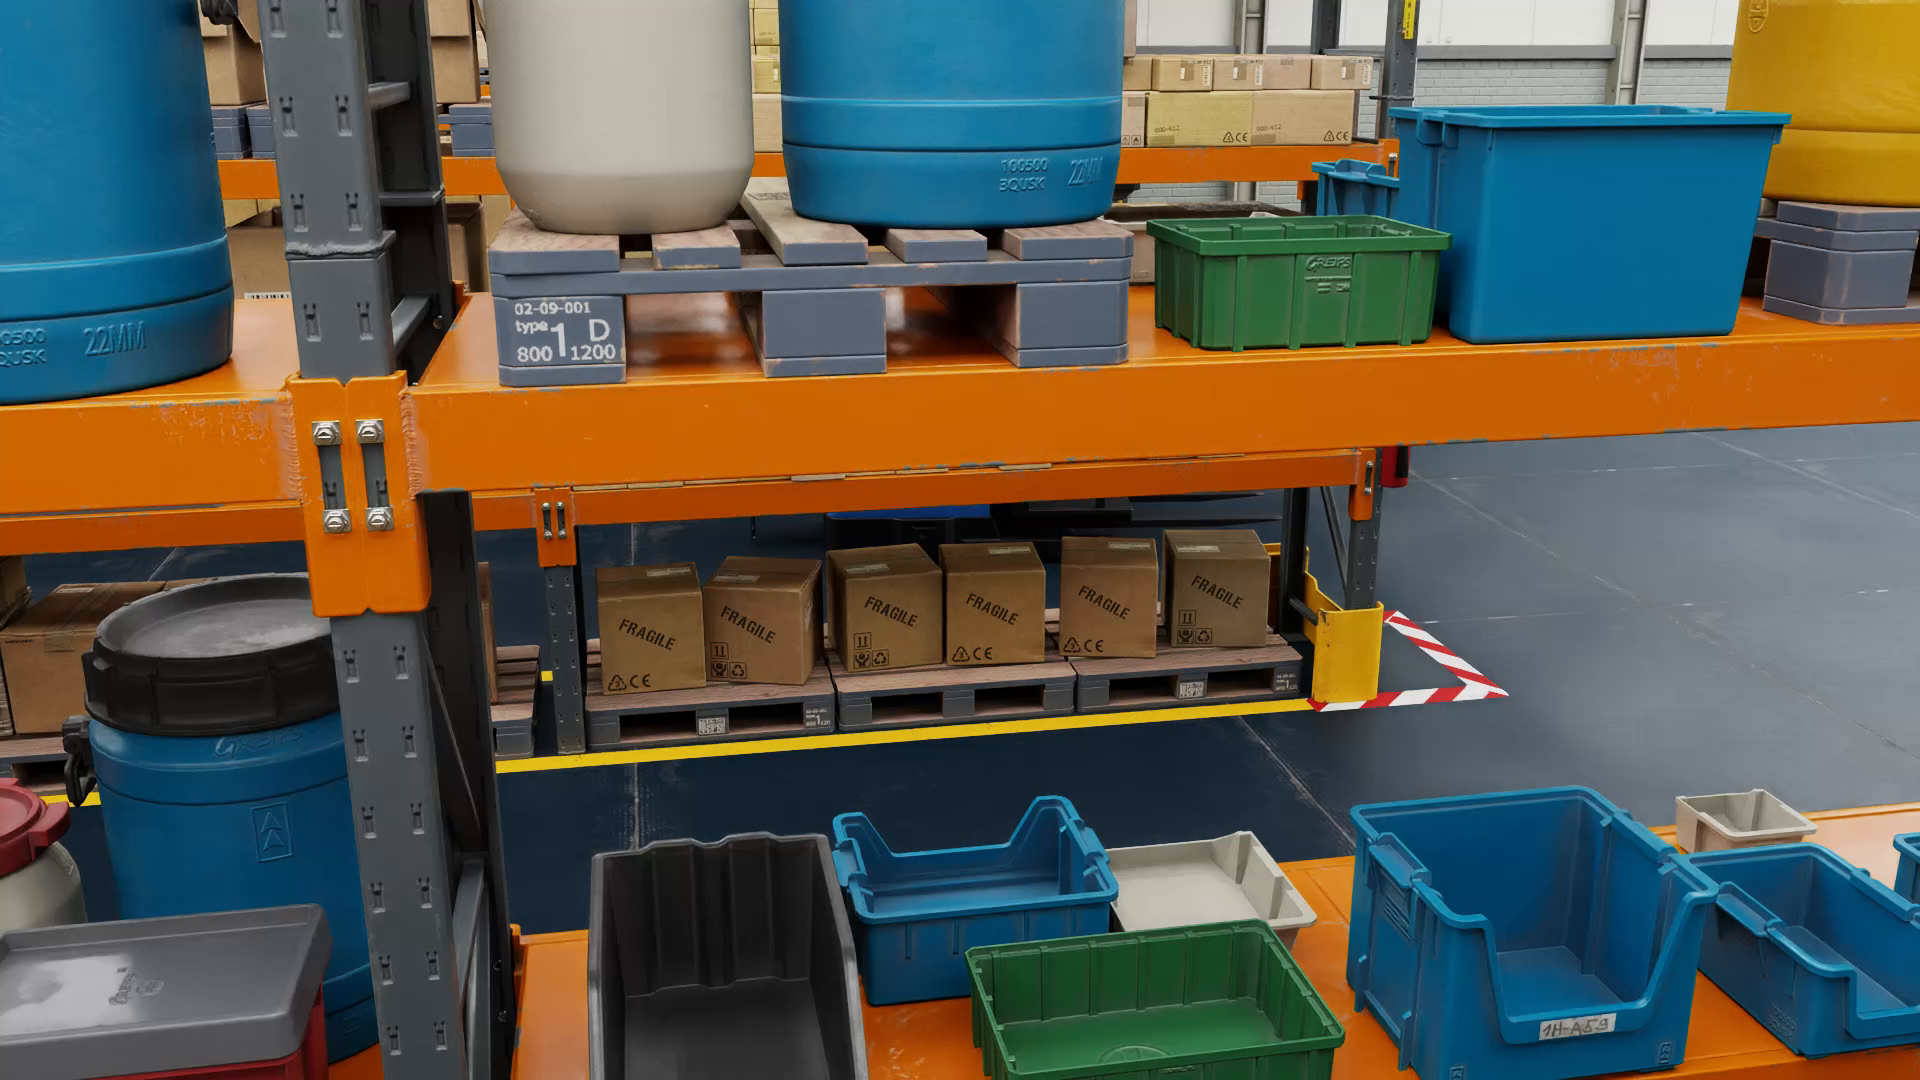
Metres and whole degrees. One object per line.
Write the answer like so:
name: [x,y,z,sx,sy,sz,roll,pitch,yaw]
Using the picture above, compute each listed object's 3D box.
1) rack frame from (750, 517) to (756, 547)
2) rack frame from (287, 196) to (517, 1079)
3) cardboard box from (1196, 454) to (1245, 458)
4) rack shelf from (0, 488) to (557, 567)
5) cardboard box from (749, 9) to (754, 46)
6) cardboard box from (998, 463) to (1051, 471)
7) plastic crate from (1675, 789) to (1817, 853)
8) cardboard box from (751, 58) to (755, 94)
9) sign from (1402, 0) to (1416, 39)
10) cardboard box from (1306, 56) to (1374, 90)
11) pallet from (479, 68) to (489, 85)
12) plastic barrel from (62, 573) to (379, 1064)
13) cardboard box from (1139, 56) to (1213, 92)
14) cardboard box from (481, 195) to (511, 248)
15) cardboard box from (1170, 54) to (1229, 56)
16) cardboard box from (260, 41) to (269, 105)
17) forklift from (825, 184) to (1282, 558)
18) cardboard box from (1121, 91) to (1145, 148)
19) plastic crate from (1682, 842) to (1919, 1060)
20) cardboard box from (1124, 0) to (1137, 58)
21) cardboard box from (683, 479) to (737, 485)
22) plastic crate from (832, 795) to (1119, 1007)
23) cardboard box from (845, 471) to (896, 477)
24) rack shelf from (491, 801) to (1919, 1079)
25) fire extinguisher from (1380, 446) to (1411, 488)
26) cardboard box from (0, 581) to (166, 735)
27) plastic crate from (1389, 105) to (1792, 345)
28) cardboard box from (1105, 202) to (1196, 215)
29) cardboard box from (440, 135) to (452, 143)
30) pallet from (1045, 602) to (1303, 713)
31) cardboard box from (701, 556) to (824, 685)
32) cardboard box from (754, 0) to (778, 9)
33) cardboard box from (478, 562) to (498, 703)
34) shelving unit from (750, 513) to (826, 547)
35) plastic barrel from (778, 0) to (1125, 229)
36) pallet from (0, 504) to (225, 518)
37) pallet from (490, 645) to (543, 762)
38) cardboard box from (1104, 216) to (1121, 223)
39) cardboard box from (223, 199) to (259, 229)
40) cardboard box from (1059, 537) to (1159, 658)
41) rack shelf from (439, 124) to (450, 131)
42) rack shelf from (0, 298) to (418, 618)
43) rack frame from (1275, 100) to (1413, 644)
rack frame: [-1.401,-0.560,11.092,0.015,1.200,0.240,-1,17,-2]
rack frame: [-1.012,0.881,3.335,0.127,3.000,1.000,-3,17,-10]
cardboard box: [1.254,-0.532,8.362,0.250,0.149,0.380,-3,17,-10]
rack shelf: [-3.915,-0.092,7.727,4.000,0.370,1.077,-3,17,-10]
cardboard box: [-1.765,-3.711,12.038,0.500,0.250,0.500,-3,17,-11]
cardboard box: [0.282,-0.461,8.130,0.250,0.149,0.380,-3,17,-10]
plastic crate: [1.976,0.741,4.239,0.250,0.136,0.298,-3,17,-10]
cardboard box: [-1.054,-2.073,7.418,0.250,0.149,0.380,-3,17,-10]
sign: [2.061,-2.466,7.614,0.005,0.325,0.100,-3,17,-10]
cardboard box: [1.762,-2.217,7.889,0.250,0.149,0.380,-3,17,-10]
pallet: [-4.458,-4.744,16.860,1.003,0.211,1.213,-3,17,-10]
plastic barrel: [-1.449,0.575,3.476,0.708,0.901,0.600,-3,17,-10]
cardboard box: [0.995,-2.169,7.732,0.250,0.149,0.380,-3,17,-10]
cardboard box: [-3.280,-2.479,12.401,0.500,0.500,0.700,-4,17,-11]
cardboard box: [1.164,-2.338,8.282,0.250,0.149,0.380,-4,17,-11]
cardboard box: [-2.855,-2.036,7.237,0.258,0.266,0.396,-3,17,-8]
forklift: [0.622,-1.409,10.907,3.031,2.935,1.130,-1,17,-2]
cardboard box: [0.556,-1.977,7.787,0.500,0.250,0.500,-3,17,-9]
plastic crate: [1.842,0.878,3.599,0.408,0.251,0.499,-3,17,-10]
cardboard box: [0.502,-2.473,7.619,0.500,0.500,0.500,-3,17,-10]
cardboard box: [-1.195,-0.384,7.882,0.250,0.149,0.380,-3,17,-10]
plastic crate: [0.023,0.812,3.813,0.616,0.251,0.499,-3,17,-10]
cardboard box: [-0.461,-0.429,8.027,0.250,0.149,0.380,-3,17,-10]
rack shelf: [0.952,1.113,3.804,4.000,0.370,1.077,-3,17,-10]
fire extinguisher: [2.176,-0.606,8.309,0.183,0.674,0.296,-3,17,-10]
cardboard box: [-4.127,0.549,7.923,0.500,0.500,0.700,-2,17,-6]
plastic crate: [1.100,-0.575,2.994,0.575,0.384,0.392,-3,17,-10]
cardboard box: [0.892,-1.460,8.576,0.500,0.500,0.500,-3,17,-10]
cardboard box: [-5.181,-3.950,16.565,0.250,0.149,0.380,-4,18,-13]
pallet: [1.097,0.602,8.991,1.213,0.211,1.003,-3,17,-10]
cardboard box: [-0.990,0.402,8.435,0.500,0.500,0.500,2,17,7]
cardboard box: [-1.371,-3.906,11.994,0.250,0.149,0.380,-3,17,-10]
cardboard box: [-2.558,0.466,8.195,0.500,0.500,0.700,-5,18,-15]
shelving unit: [-1.157,-0.563,11.101,0.503,1.200,0.258,-1,17,-2]
plastic barrel: [-0.014,-1.018,2.840,0.708,0.901,0.600,-3,17,-10]
pallet: [-3.943,-0.355,7.684,1.213,0.211,1.003,-3,17,-10]
pallet: [-2.716,0.830,8.251,1.213,0.211,1.003,-3,17,-10]
cardboard box: [0.502,-1.279,7.988,0.500,0.500,0.500,-3,17,-10]
cardboard box: [-5.278,-2.365,12.031,0.500,0.500,0.700,-4,17,-11]
cardboard box: [0.779,0.297,8.777,0.500,0.500,0.500,1,17,4]
rack shelf: [-4.757,-2.961,11.960,4.000,0.370,1.077,-3,17,-10]
rack shelf: [-2.976,-0.098,2.638,4.000,0.370,1.077,-3,17,-10]
rack frame: [1.976,-0.770,8.709,0.127,3.000,1.000,-3,17,-10]
